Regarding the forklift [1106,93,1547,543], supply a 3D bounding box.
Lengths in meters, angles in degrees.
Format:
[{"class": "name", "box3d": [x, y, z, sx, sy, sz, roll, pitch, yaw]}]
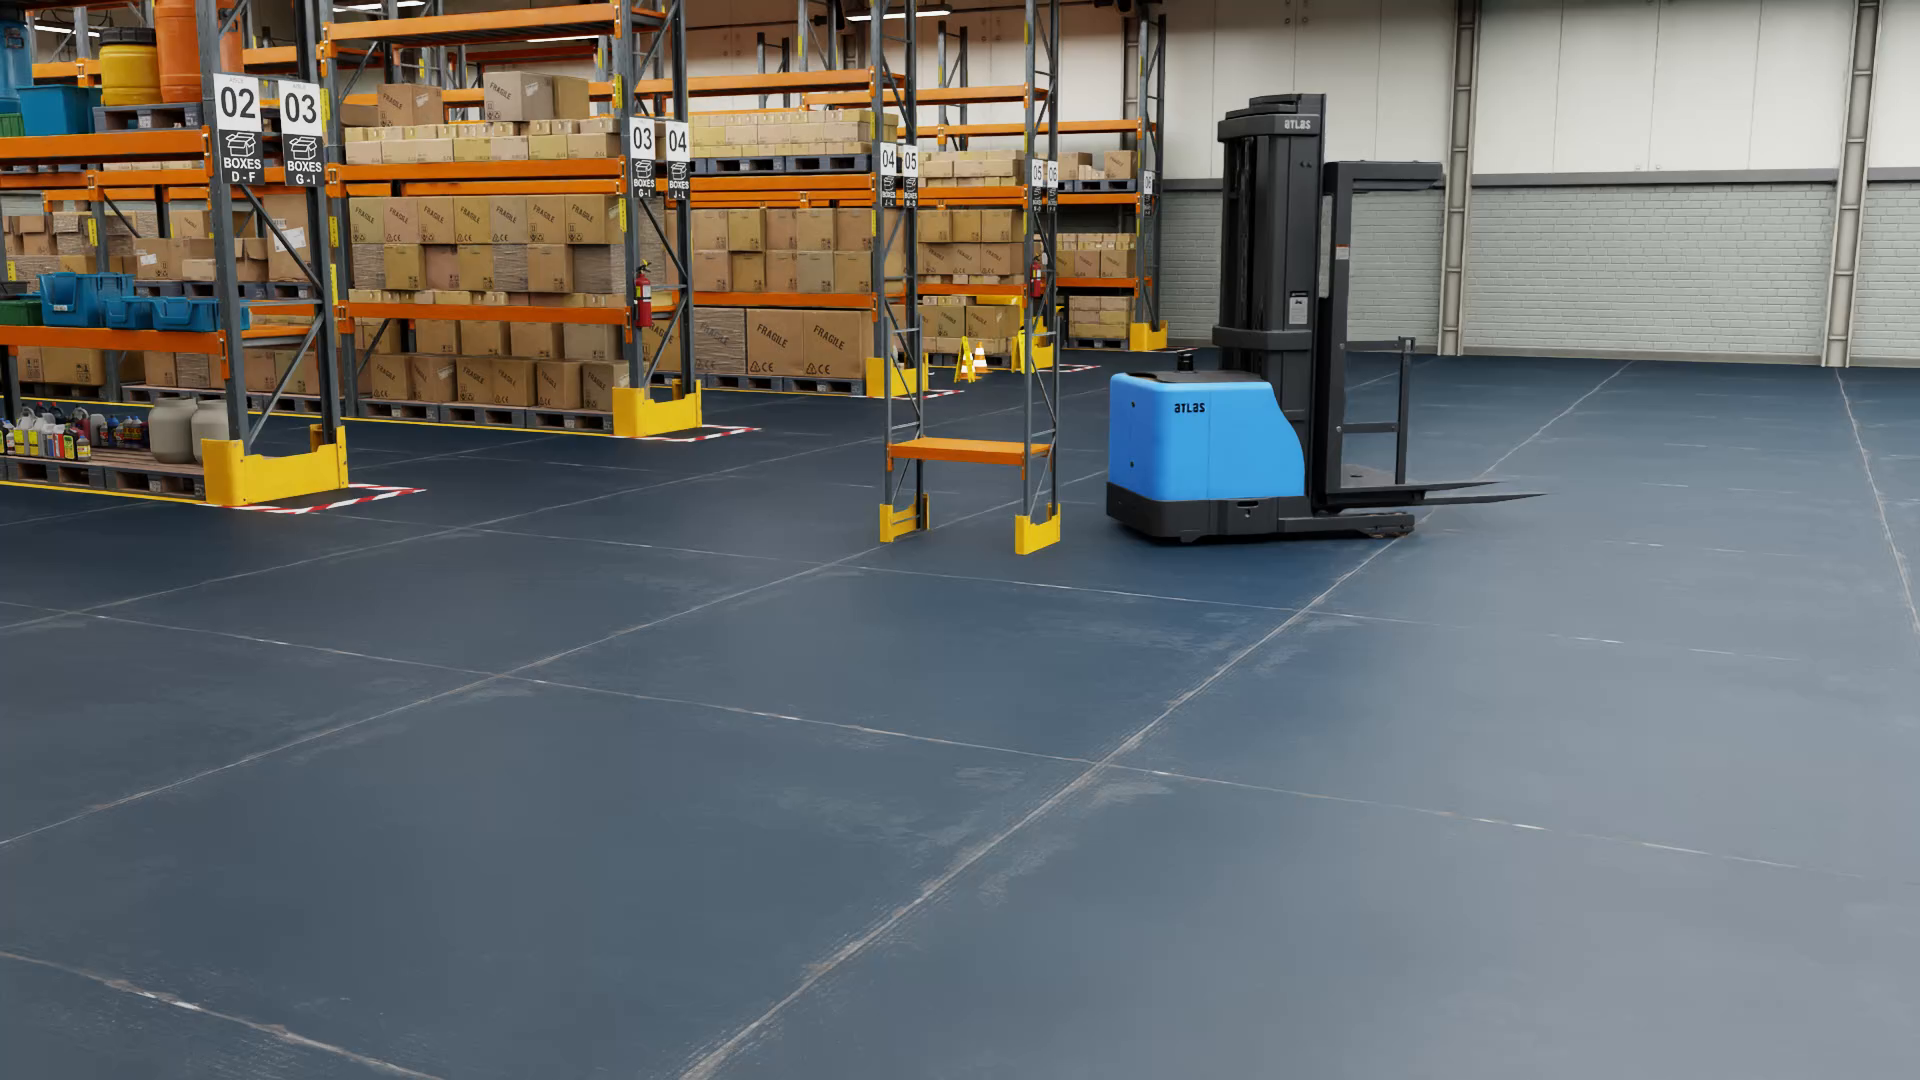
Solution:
[{"class": "forklift", "box3d": [2.613, -1.542, 11.519, 3.031, 2.935, 1.130, -3, 11, -14]}]

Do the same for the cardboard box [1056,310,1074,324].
[{"class": "cardboard box", "box3d": [1.962, -4.170, 30.984, 0.500, 0.250, 0.500, 5, 11, 25]}]

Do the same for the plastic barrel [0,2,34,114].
[{"class": "plastic barrel", "box3d": [-8.057, -3.985, 13.818, 0.708, 0.901, 0.600, 5, 11, 26]}]

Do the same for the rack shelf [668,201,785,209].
[{"class": "rack shelf", "box3d": [-5.514, -6.913, 34.602, 4.000, 0.370, 1.077, 5, 11, 26]}]

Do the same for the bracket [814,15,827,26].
[{"class": "bracket", "box3d": [-2.681, -10.374, 33.174, 0.430, 0.232, 0.235, 5, 11, 26]}]

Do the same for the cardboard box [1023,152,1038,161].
[{"class": "cardboard box", "box3d": [1.033, -6.015, 26.088, 0.250, 0.149, 0.380, 5, 11, 25]}]

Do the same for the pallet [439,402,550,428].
[{"class": "pallet", "box3d": [-4.995, -1.427, 18.523, 1.213, 0.211, 1.003, 5, 11, 26]}]

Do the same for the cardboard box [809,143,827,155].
[{"class": "cardboard box", "box3d": [-1.743, -5.032, 21.433, 0.250, 0.149, 0.380, 5, 11, 27]}]

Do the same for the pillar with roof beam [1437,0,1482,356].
[{"class": "pillar with roof beam", "box3d": [6.704, -6.993, 24.604, 0.400, 9.000, 9.100, 5, 11, 26]}]

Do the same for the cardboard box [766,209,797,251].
[{"class": "cardboard box", "box3d": [-2.130, -4.146, 22.265, 0.550, 0.550, 0.875, 5, 11, 26]}]

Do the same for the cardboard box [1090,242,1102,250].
[{"class": "cardboard box", "box3d": [2.571, -5.400, 30.540, 0.250, 0.149, 0.380, 5, 12, 27]}]

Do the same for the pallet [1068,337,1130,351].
[{"class": "pallet", "box3d": [2.750, -3.684, 30.995, 1.213, 0.211, 1.003, 5, 11, 26]}]

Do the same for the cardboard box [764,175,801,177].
[{"class": "cardboard box", "box3d": [-2.914, -6.157, 27.646, 0.500, 0.250, 0.500, 5, 11, 25]}]

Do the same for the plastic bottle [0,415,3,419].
[{"class": "plastic bottle", "box3d": [-8.298, -0.958, 14.301, 0.185, 0.351, 0.144, 5, 11, 26]}]

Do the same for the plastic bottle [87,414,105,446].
[{"class": "plastic bottle", "box3d": [-7.591, -0.969, 14.574, 0.135, 0.276, 0.152, 5, 12, 27]}]

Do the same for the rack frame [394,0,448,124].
[{"class": "rack frame", "box3d": [-8.013, -6.994, 24.606, 0.127, 3.000, 1.000, 5, 11, 26]}]

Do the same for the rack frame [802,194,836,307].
[{"class": "rack frame", "box3d": [-2.326, -4.525, 27.810, 0.127, 3.000, 1.000, 5, 11, 26]}]

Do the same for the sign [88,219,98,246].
[{"class": "sign", "box3d": [-10.540, -3.738, 20.213, 0.005, 0.325, 0.100, 5, 11, 26]}]

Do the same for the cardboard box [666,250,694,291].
[{"class": "cardboard box", "box3d": [-3.586, -3.734, 23.015, 0.550, 0.550, 0.875, 5, 11, 26]}]

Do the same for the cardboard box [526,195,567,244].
[{"class": "cardboard box", "box3d": [-4.177, -3.357, 17.433, 0.500, 0.500, 0.500, 5, 11, 26]}]

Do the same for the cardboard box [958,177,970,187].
[{"class": "cardboard box", "box3d": [0.159, -5.617, 26.127, 0.250, 0.149, 0.380, 5, 11, 26]}]

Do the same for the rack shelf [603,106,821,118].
[{"class": "rack shelf", "box3d": [-4.119, -7.084, 28.247, 4.000, 0.370, 1.077, 5, 11, 26]}]

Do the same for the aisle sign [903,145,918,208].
[{"class": "aisle sign", "box3d": [-0.642, -4.733, 21.659, 0.004, 0.787, 0.394, 5, 11, 26]}]

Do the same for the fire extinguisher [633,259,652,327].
[{"class": "fire extinguisher", "box3d": [-3.225, -2.507, 16.874, 0.183, 0.674, 0.296, 5, 11, 26]}]

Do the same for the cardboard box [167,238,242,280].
[{"class": "cardboard box", "box3d": [-9.251, -3.449, 20.406, 0.500, 0.500, 0.700, 7, 12, 34]}]

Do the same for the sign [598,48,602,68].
[{"class": "sign", "box3d": [-6.155, -8.241, 28.429, 0.005, 0.325, 0.100, 5, 11, 26]}]

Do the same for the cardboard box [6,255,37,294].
[{"class": "cardboard box", "box3d": [-11.762, -3.387, 21.240, 0.500, 0.500, 0.500, 5, 11, 24]}]

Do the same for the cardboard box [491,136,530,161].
[{"class": "cardboard box", "box3d": [-4.573, -4.107, 17.501, 0.500, 0.250, 0.500, 5, 12, 27]}]

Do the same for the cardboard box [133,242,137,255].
[{"class": "cardboard box", "box3d": [-13.522, -4.670, 27.497, 0.500, 0.500, 0.500, 5, 11, 24]}]

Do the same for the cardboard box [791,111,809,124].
[{"class": "cardboard box", "box3d": [-1.977, -5.445, 21.475, 0.250, 0.149, 0.380, 5, 12, 27]}]

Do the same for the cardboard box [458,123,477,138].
[{"class": "cardboard box", "box3d": [-5.123, -4.354, 17.746, 0.250, 0.149, 0.380, 5, 12, 27]}]

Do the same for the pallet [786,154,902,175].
[{"class": "pallet", "box3d": [-1.508, -4.901, 21.711, 1.213, 0.211, 1.003, 5, 11, 26]}]

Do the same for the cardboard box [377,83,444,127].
[{"class": "cardboard box", "box3d": [-6.194, -4.865, 18.747, 0.500, 0.500, 0.500, 5, 11, 24]}]

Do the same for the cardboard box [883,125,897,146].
[{"class": "cardboard box", "box3d": [-1.158, -5.295, 21.767, 0.500, 0.250, 0.500, 5, 11, 26]}]

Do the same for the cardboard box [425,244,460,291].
[{"class": "cardboard box", "box3d": [-5.409, -3.024, 18.402, 0.500, 0.500, 0.875, 5, 11, 26]}]

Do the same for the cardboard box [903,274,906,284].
[{"class": "cardboard box", "box3d": [-0.804, -4.208, 26.762, 0.250, 0.149, 0.380, 5, 11, 26]}]

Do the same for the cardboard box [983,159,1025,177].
[{"class": "cardboard box", "box3d": [0.683, -5.756, 25.774, 0.500, 0.250, 0.500, 5, 11, 25]}]

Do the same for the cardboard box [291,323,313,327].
[{"class": "cardboard box", "box3d": [-10.103, -3.152, 26.066, 0.500, 0.500, 0.500, 5, 12, 27]}]

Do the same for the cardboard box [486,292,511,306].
[{"class": "cardboard box", "box3d": [-4.862, -2.595, 17.848, 0.250, 0.149, 0.380, 5, 11, 26]}]

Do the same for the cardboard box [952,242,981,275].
[{"class": "cardboard box", "box3d": [0.206, -4.444, 26.249, 0.500, 0.500, 0.500, 5, 11, 26]}]

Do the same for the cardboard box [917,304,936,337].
[{"class": "cardboard box", "box3d": [-0.492, -3.536, 26.778, 0.500, 0.500, 0.500, 5, 11, 24]}]

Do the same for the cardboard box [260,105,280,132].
[{"class": "cardboard box", "box3d": [-7.934, -4.803, 19.453, 0.637, 0.503, 0.797, 6, 12, 28]}]

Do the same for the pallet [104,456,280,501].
[{"class": "pallet", "box3d": [-6.130, -0.527, 13.551, 1.213, 0.211, 1.003, 5, 11, 26]}]

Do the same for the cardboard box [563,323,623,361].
[{"class": "cardboard box", "box3d": [-5.022, -2.861, 23.752, 0.750, 0.750, 1.050, 5, 11, 26]}]

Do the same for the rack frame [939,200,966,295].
[{"class": "rack frame", "box3d": [-0.133, -5.318, 32.192, 0.127, 3.000, 1.000, 5, 11, 26]}]

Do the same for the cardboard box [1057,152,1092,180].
[{"class": "cardboard box", "box3d": [2.075, -6.877, 30.640, 0.500, 0.500, 0.700, 5, 11, 26]}]

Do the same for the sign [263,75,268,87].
[{"class": "sign", "box3d": [-13.338, -8.872, 31.917, 0.005, 0.325, 0.100, 5, 11, 26]}]

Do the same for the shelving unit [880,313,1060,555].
[{"class": "shelving unit", "box3d": [0.068, -0.732, 11.063, 1.083, 1.500, 0.587, 5, 11, 26]}]

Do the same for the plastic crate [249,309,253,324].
[{"class": "plastic crate", "box3d": [-5.975, -1.828, 13.650, 0.250, 0.136, 0.298, 5, 11, 26]}]

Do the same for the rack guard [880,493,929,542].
[{"class": "rack guard", "box3d": [-0.378, -0.156, 11.392, 0.087, 0.250, 0.587, 5, 11, 26]}]

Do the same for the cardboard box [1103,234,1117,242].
[{"class": "cardboard box", "box3d": [2.805, -5.527, 30.407, 0.250, 0.149, 0.380, 5, 11, 26]}]

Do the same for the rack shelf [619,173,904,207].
[{"class": "rack shelf", "box3d": [-2.632, -4.691, 22.324, 4.000, 0.370, 1.077, 5, 11, 26]}]

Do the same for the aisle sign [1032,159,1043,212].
[{"class": "aisle sign", "box3d": [1.189, -5.438, 25.554, 0.004, 0.787, 0.394, 5, 11, 26]}]

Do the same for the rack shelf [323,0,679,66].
[{"class": "rack shelf", "box3d": [-4.917, -5.381, 17.725, 4.000, 0.370, 1.077, 5, 11, 26]}]
